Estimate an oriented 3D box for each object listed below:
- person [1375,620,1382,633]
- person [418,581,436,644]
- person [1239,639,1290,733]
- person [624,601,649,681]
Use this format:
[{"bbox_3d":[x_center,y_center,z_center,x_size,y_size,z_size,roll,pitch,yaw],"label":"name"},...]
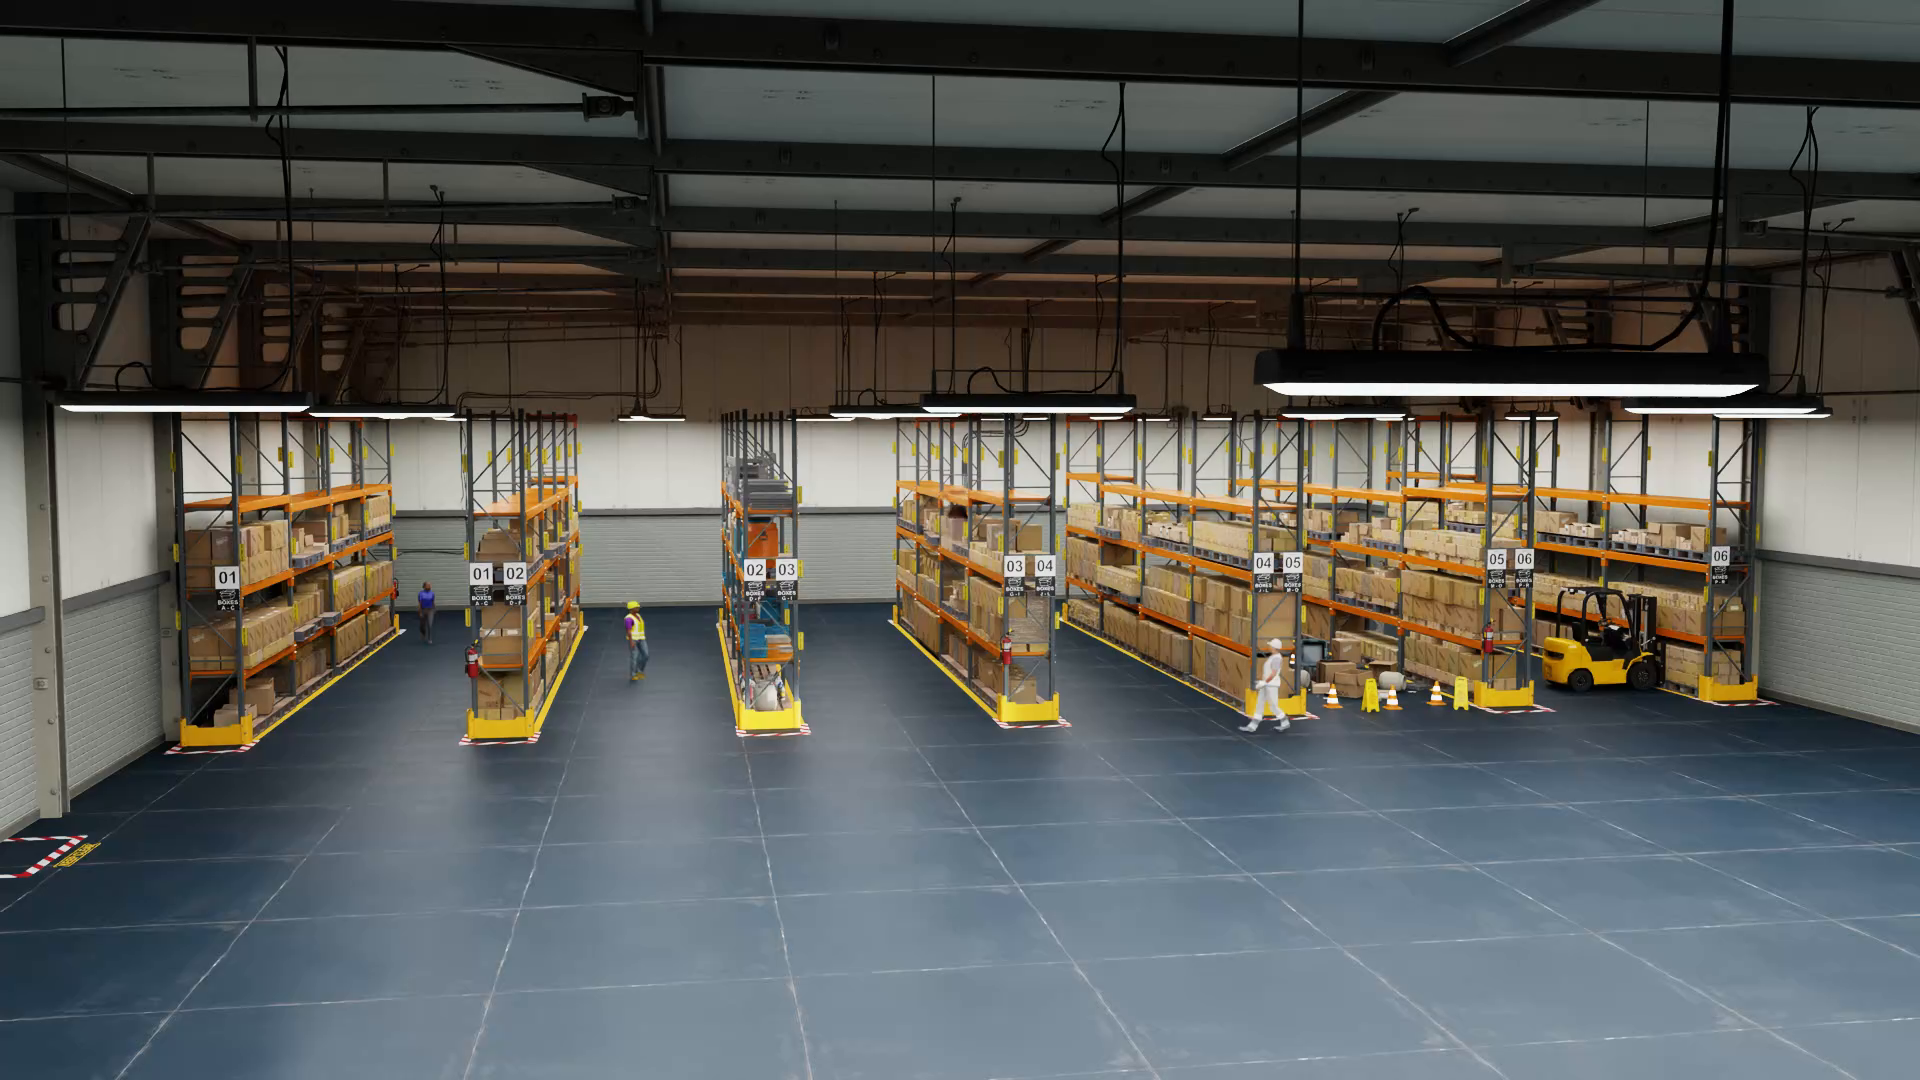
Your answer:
[{"bbox_3d":[11.321,1.696,45.065,0.454,1.788,0.618,1,4,11],"label":"person"},{"bbox_3d":[-13.873,1.879,43.299,0.415,1.624,0.665,-1,4,-13],"label":"person"},{"bbox_3d":[5.672,2.706,30.797,0.939,1.745,0.568,-1,4,-12],"label":"person"},{"bbox_3d":[-7.246,2.267,37.207,0.530,1.790,0.585,4,5,44],"label":"person"}]
